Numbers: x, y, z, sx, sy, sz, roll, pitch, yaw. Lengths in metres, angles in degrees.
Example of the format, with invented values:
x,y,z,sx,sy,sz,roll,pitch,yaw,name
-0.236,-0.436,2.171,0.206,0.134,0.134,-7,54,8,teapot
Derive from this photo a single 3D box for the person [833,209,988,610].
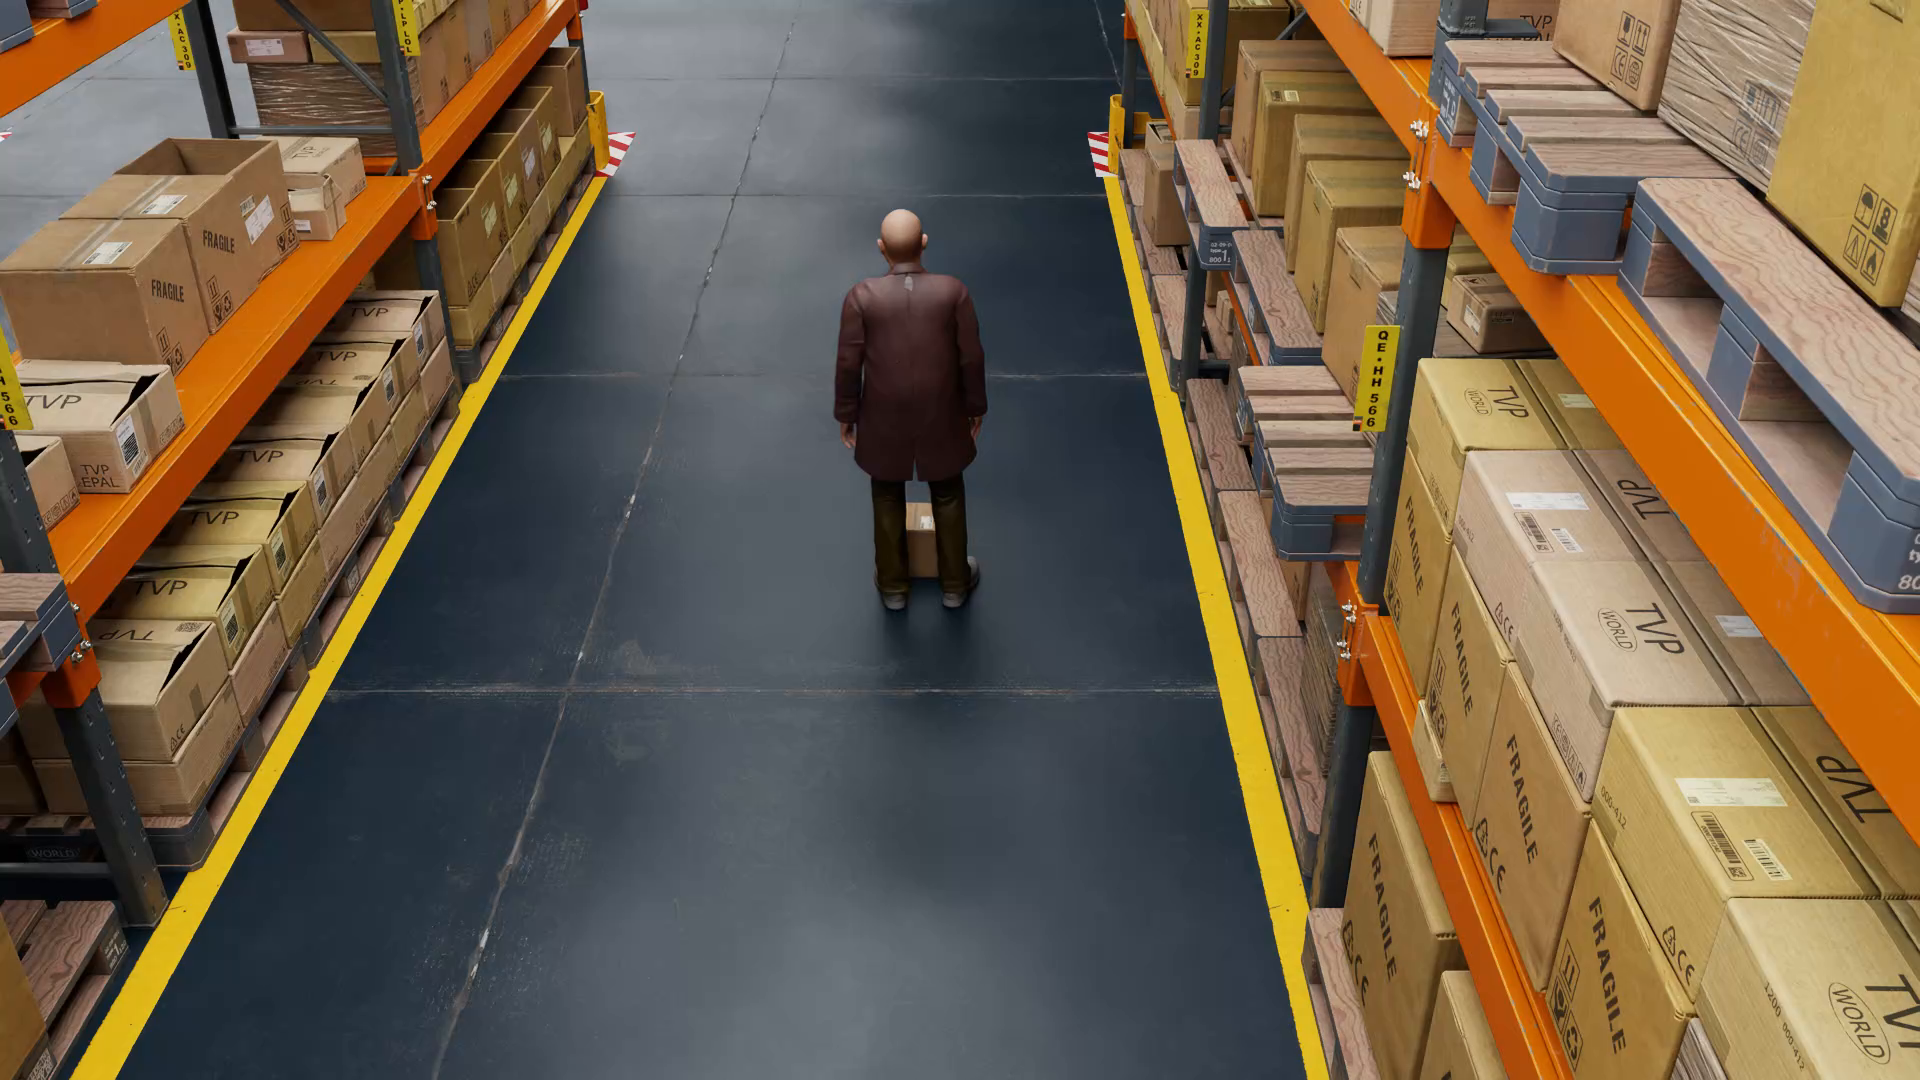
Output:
x,y,z,sx,sy,sz,roll,pitch,yaw,name
-0.208,-0.525,7.019,0.651,1.773,0.428,-2,31,-3,person
